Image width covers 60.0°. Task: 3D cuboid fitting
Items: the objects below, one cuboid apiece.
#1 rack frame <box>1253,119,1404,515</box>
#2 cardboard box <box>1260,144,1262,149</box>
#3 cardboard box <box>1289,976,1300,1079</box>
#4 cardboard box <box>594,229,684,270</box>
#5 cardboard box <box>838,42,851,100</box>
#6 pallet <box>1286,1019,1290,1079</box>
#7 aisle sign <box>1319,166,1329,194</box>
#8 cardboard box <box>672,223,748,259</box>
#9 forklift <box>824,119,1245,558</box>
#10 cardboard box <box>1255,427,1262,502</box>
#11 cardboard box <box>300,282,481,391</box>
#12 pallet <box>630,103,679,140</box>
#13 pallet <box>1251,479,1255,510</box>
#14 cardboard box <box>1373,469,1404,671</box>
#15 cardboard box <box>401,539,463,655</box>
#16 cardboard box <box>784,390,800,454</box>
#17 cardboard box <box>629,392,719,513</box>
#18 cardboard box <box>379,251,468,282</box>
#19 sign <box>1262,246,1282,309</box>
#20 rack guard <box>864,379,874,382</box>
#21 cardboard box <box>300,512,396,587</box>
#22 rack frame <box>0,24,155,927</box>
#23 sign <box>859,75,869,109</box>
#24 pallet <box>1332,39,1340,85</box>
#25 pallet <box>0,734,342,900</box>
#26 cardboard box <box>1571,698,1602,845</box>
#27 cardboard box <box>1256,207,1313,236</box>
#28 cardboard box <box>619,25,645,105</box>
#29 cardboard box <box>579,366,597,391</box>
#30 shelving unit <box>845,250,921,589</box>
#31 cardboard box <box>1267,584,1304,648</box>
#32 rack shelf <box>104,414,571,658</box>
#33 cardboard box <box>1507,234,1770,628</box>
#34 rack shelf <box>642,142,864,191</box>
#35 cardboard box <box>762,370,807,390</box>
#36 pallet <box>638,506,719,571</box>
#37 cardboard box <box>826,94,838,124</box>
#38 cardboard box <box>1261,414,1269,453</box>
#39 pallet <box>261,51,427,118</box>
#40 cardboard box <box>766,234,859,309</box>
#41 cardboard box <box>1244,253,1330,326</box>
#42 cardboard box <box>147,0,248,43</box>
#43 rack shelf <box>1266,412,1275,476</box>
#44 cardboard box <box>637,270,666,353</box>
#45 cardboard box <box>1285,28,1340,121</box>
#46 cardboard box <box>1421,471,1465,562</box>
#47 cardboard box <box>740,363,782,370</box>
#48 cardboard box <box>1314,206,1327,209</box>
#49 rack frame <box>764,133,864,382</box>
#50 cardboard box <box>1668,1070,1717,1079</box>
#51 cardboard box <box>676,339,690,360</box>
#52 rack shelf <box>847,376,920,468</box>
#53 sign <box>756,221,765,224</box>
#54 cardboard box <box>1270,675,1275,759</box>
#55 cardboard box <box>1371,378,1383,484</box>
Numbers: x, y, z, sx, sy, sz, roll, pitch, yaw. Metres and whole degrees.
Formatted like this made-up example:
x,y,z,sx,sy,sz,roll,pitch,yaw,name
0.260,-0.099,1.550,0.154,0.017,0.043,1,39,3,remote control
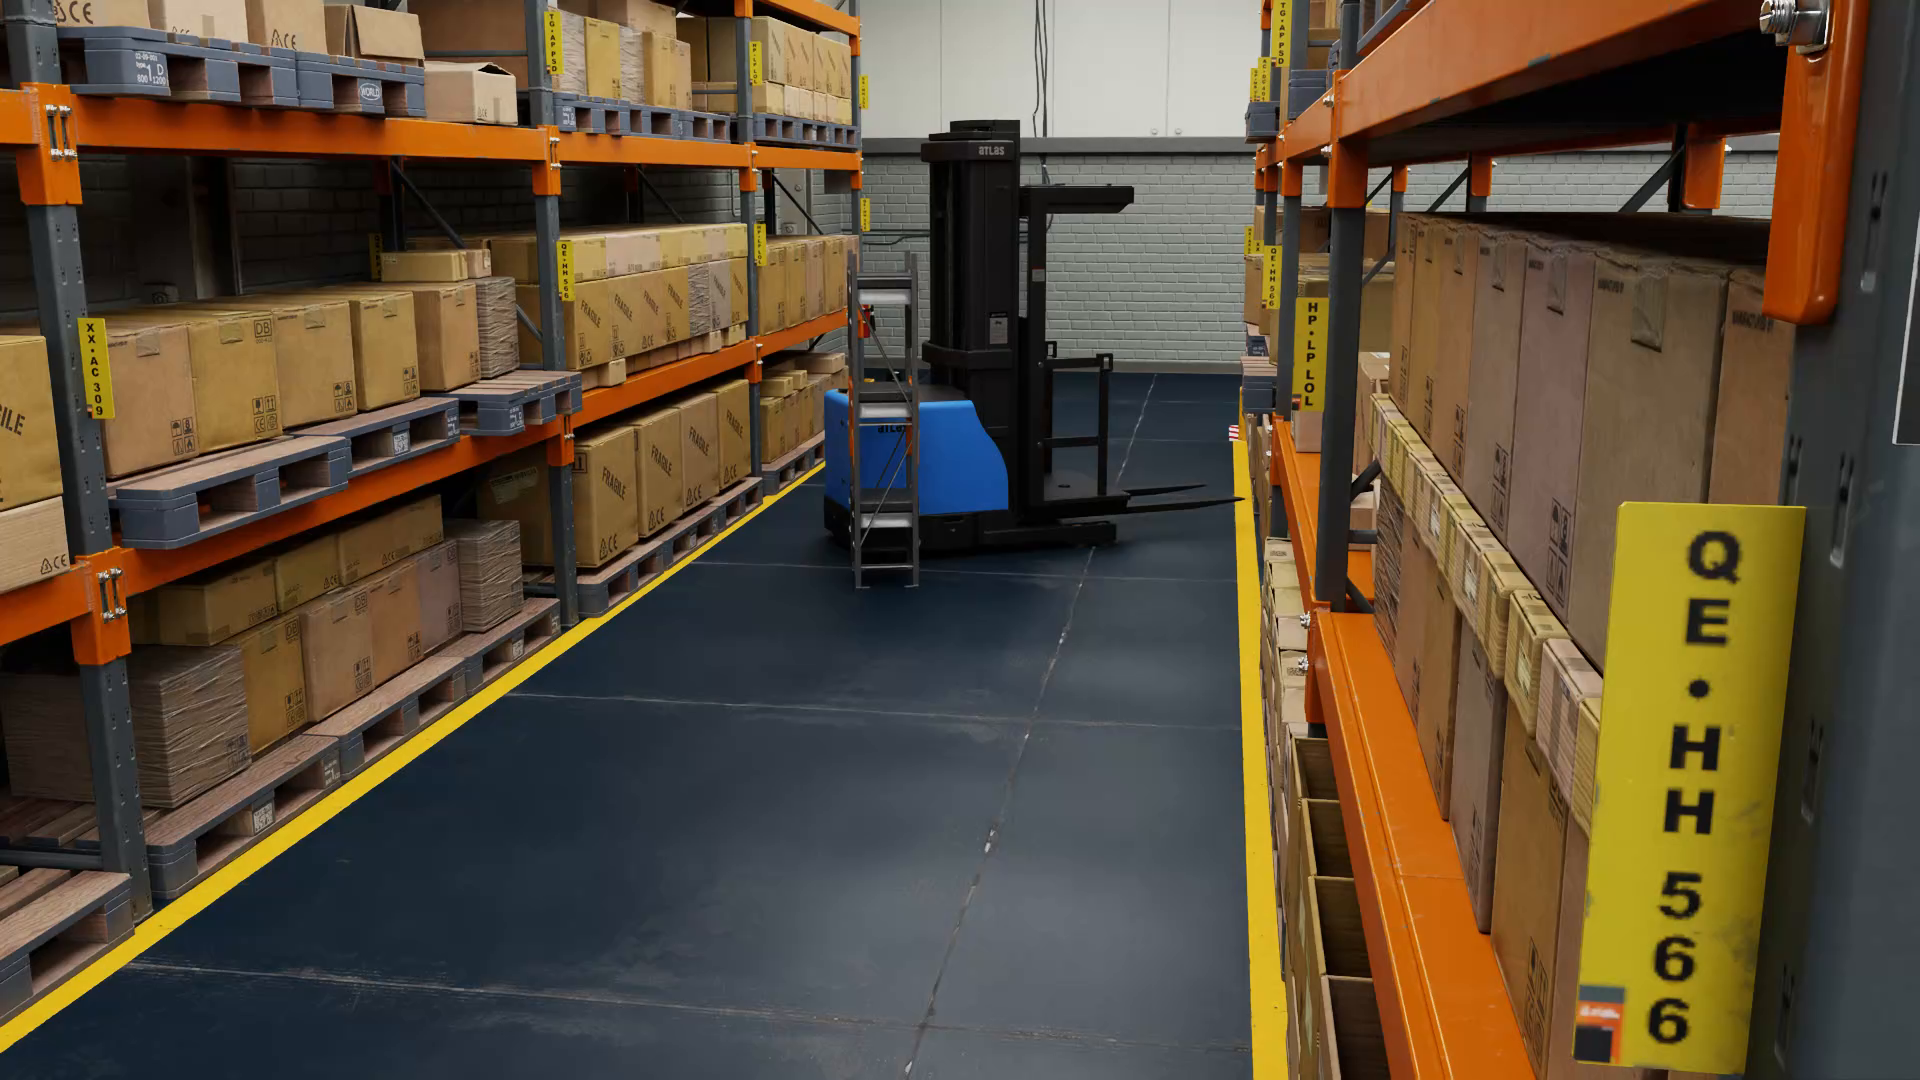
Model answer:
x,y,z,sx,sy,sz,roll,pitch,yaw,name
2.779,-1.655,12.553,1.000,3.000,0.127,2,12,9,rack frame
2.829,-3.470,14.211,0.500,0.250,0.500,2,12,9,cardboard box
1.096,1.340,4.187,0.500,0.250,0.500,2,12,9,cardboard box
-2.179,-1.962,11.204,0.500,0.250,0.500,2,12,7,cardboard box
-1.344,-4.500,15.976,0.500,0.500,0.500,2,12,8,cardboard box
1.385,1.537,4.358,1.003,0.211,1.213,2,12,9,pallet
3.708,-3.763,16.163,0.394,0.787,0.004,2,12,9,aisle sign
-1.935,-2.280,12.682,0.500,0.250,0.500,2,12,10,cardboard box
0.586,-1.478,11.893,3.031,2.935,1.130,-4,13,-19,forklift
2.464,-0.555,12.340,0.500,0.500,0.500,1,12,6,cardboard box
-2.853,-1.031,8.375,0.700,0.500,0.500,1,12,3,cardboard box
-2.516,-2.725,10.845,1.003,0.211,1.213,2,12,11,pallet
2.886,-0.435,13.510,1.003,0.211,1.213,2,12,9,pallet
1.487,0.054,4.386,0.700,0.500,0.500,2,12,7,cardboard box
-2.985,0.280,8.464,0.700,0.500,0.500,2,12,9,cardboard box
-1.819,-1.055,14.705,0.700,0.500,0.500,2,12,8,cardboard box
-2.221,-0.645,11.970,0.750,0.750,0.750,2,12,10,cardboard box
-2.790,-1.423,8.655,0.380,0.149,0.250,0,12,-1,cardboard box
1.626,-1.365,8.648,0.100,0.325,0.005,2,12,9,sign
-1.497,-1.431,17.445,1.175,0.500,0.348,2,12,9,rack guard
-3.014,0.034,7.827,0.500,0.250,0.500,2,12,8,cardboard box
-3.346,-0.150,5.567,1.000,3.000,0.127,2,12,9,rack frame
-0.967,-4.488,16.662,0.100,0.325,0.005,2,12,9,sign
1.672,-1.547,5.384,0.805,0.209,1.217,1,12,6,pallet
-3.228,1.052,6.613,1.003,0.211,1.213,2,12,9,pallet
0.882,0.283,1.781,0.380,0.149,0.250,2,12,8,cardboard box
2.911,-2.729,14.924,0.500,0.500,0.500,2,12,9,cardboard box
-2.522,-3.145,11.067,0.700,0.500,0.500,2,12,9,cardboard box
-2.404,-0.982,9.980,0.380,0.149,0.250,2,12,9,cardboard box
-0.490,-0.771,10.589,0.431,2.100,0.503,-1,12,-6,shelving unit
1.640,0.357,7.413,0.500,0.311,0.500,2,12,7,cardboard box
-3.039,-0.214,7.575,1.077,0.370,4.000,2,12,9,rack shelf
1.179,-0.163,2.311,0.700,0.500,0.500,2,12,9,cardboard box
-1.808,-3.346,14.986,1.077,0.370,4.000,2,12,9,rack shelf
-1.587,-1.442,14.960,0.380,0.149,0.250,2,12,7,cardboard box
-2.346,-0.034,11.650,1.003,0.211,1.213,2,12,9,pallet
-1.430,-4.025,15.553,0.500,0.250,0.500,1,12,7,cardboard box
2.310,-0.714,11.295,0.500,0.250,0.500,2,12,9,cardboard box
-2.990,-1.865,6.853,1.213,0.211,1.003,2,12,9,pallet
-1.569,-2.688,16.633,0.980,0.700,0.700,2,12,11,cardboard box
2.485,-1.818,12.075,0.700,0.500,0.500,-2,12,-10,cardboard box
-3.089,-2.017,6.327,0.500,0.311,0.500,2,12,10,cardboard box
2.472,-0.887,10.697,1.077,0.370,4.000,2,12,9,rack shelf
-2.237,-1.491,10.801,0.500,0.500,0.500,2,12,8,cardboard box
2.198,-2.430,8.790,0.910,0.500,0.500,2,12,9,cardboard box
1.122,-0.038,3.271,0.380,0.149,0.250,2,12,7,cardboard box
-1.881,-1.568,15.544,0.380,0.149,0.250,2,12,9,cardboard box
3.521,-2.819,15.342,0.500,0.500,0.500,2,12,10,cardboard box
-1.501,-2.648,17.158,1.000,3.000,0.127,2,12,9,rack frame
1.018,0.697,1.401,0.700,0.500,0.500,2,12,9,cardboard box
-2.127,-1.359,11.729,0.380,0.149,0.250,2,12,7,cardboard box
-0.490,-0.758,10.592,0.431,0.518,0.480,-1,12,-6,rack shelf
-2.048,-3.129,17.148,0.100,0.325,0.005,2,12,9,sign
1.564,0.736,6.989,0.500,0.250,0.500,2,12,10,cardboard box
1.764,-0.308,6.064,0.500,0.500,0.500,3,12,13,cardboard box
